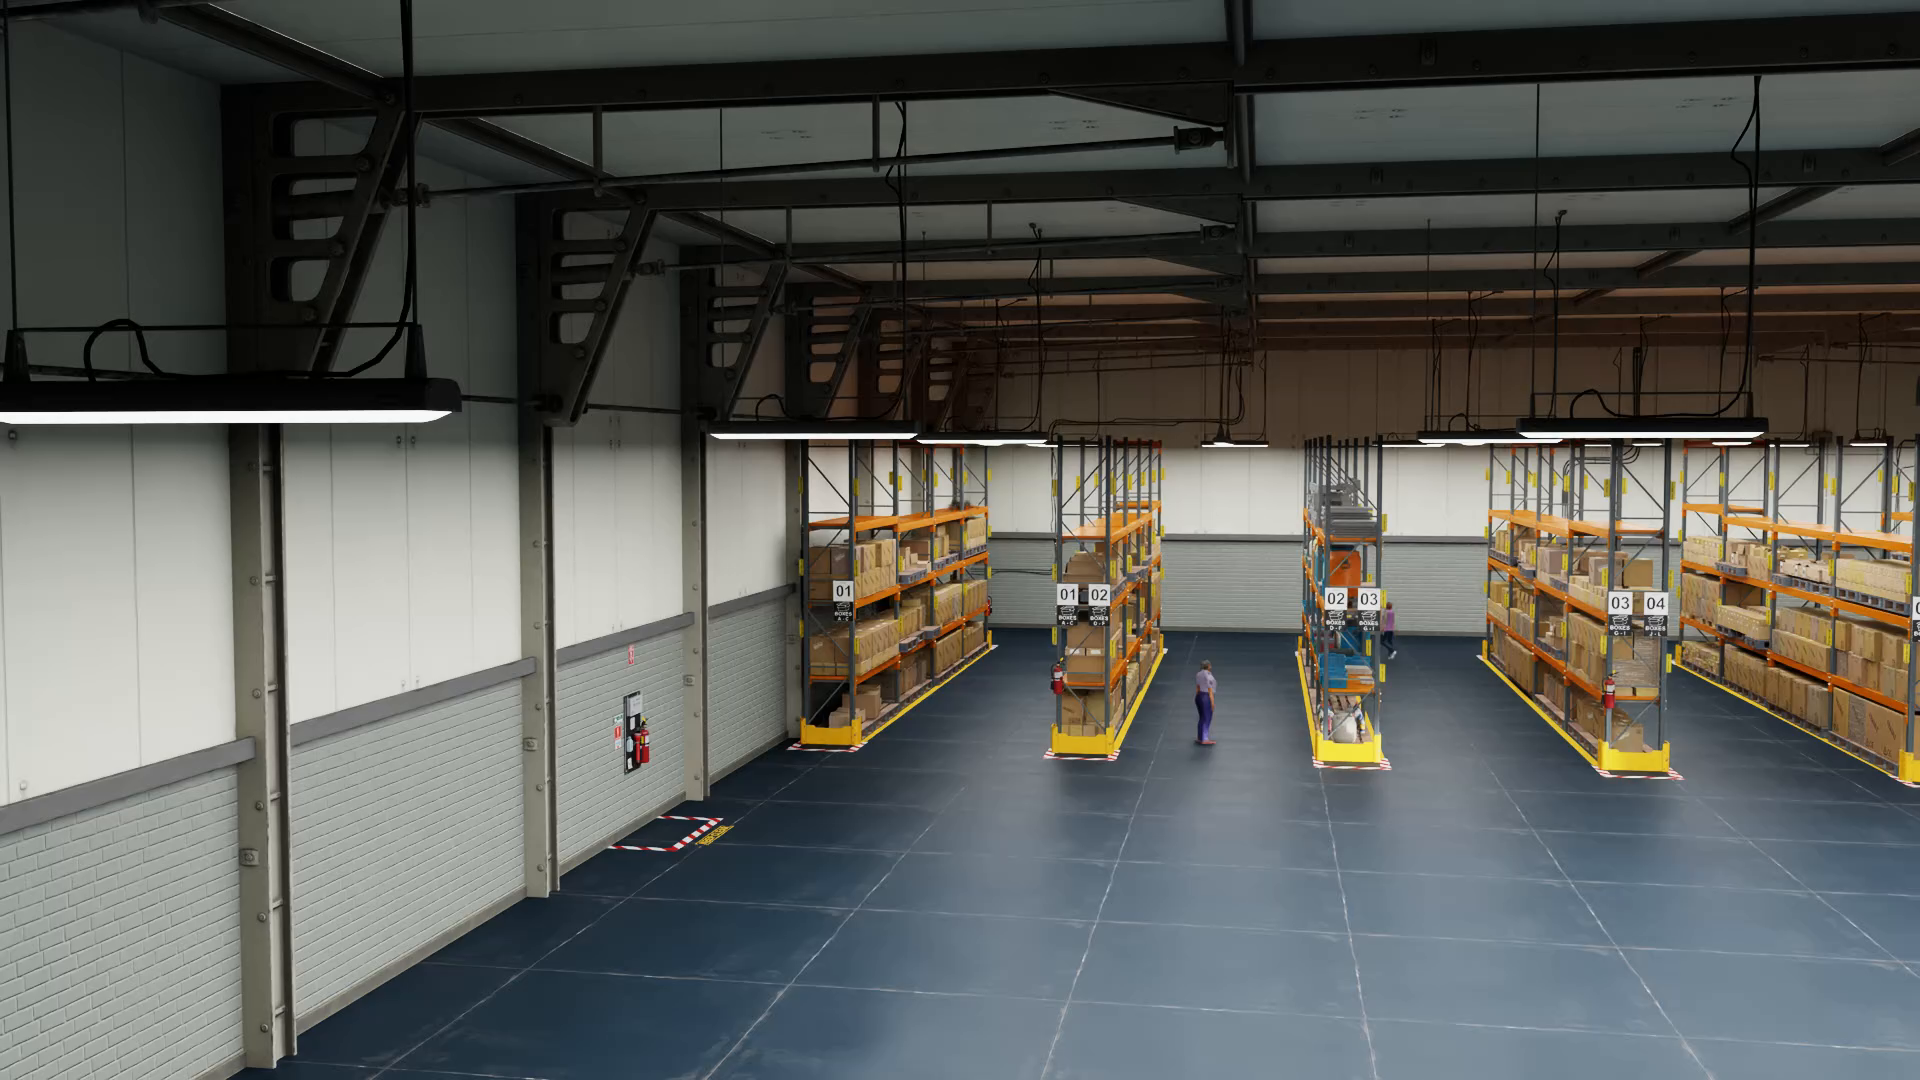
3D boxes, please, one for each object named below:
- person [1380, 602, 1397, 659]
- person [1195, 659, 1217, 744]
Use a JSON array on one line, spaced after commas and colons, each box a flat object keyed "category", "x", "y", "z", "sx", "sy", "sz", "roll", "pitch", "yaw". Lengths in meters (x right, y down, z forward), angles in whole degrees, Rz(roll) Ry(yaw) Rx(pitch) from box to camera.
[{"category": "person", "x": 11.719, "y": 2.476, "z": 45.266, "sx": 0.455, "sy": 1.596, "sz": 0.553, "roll": 2, "pitch": 4, "yaw": 38}, {"category": "person", "x": 4.819, "y": 3.172, "z": 32.431, "sx": 0.412, "sy": 1.696, "sz": 0.538, "roll": -1, "pitch": 3, "yaw": -21}]
